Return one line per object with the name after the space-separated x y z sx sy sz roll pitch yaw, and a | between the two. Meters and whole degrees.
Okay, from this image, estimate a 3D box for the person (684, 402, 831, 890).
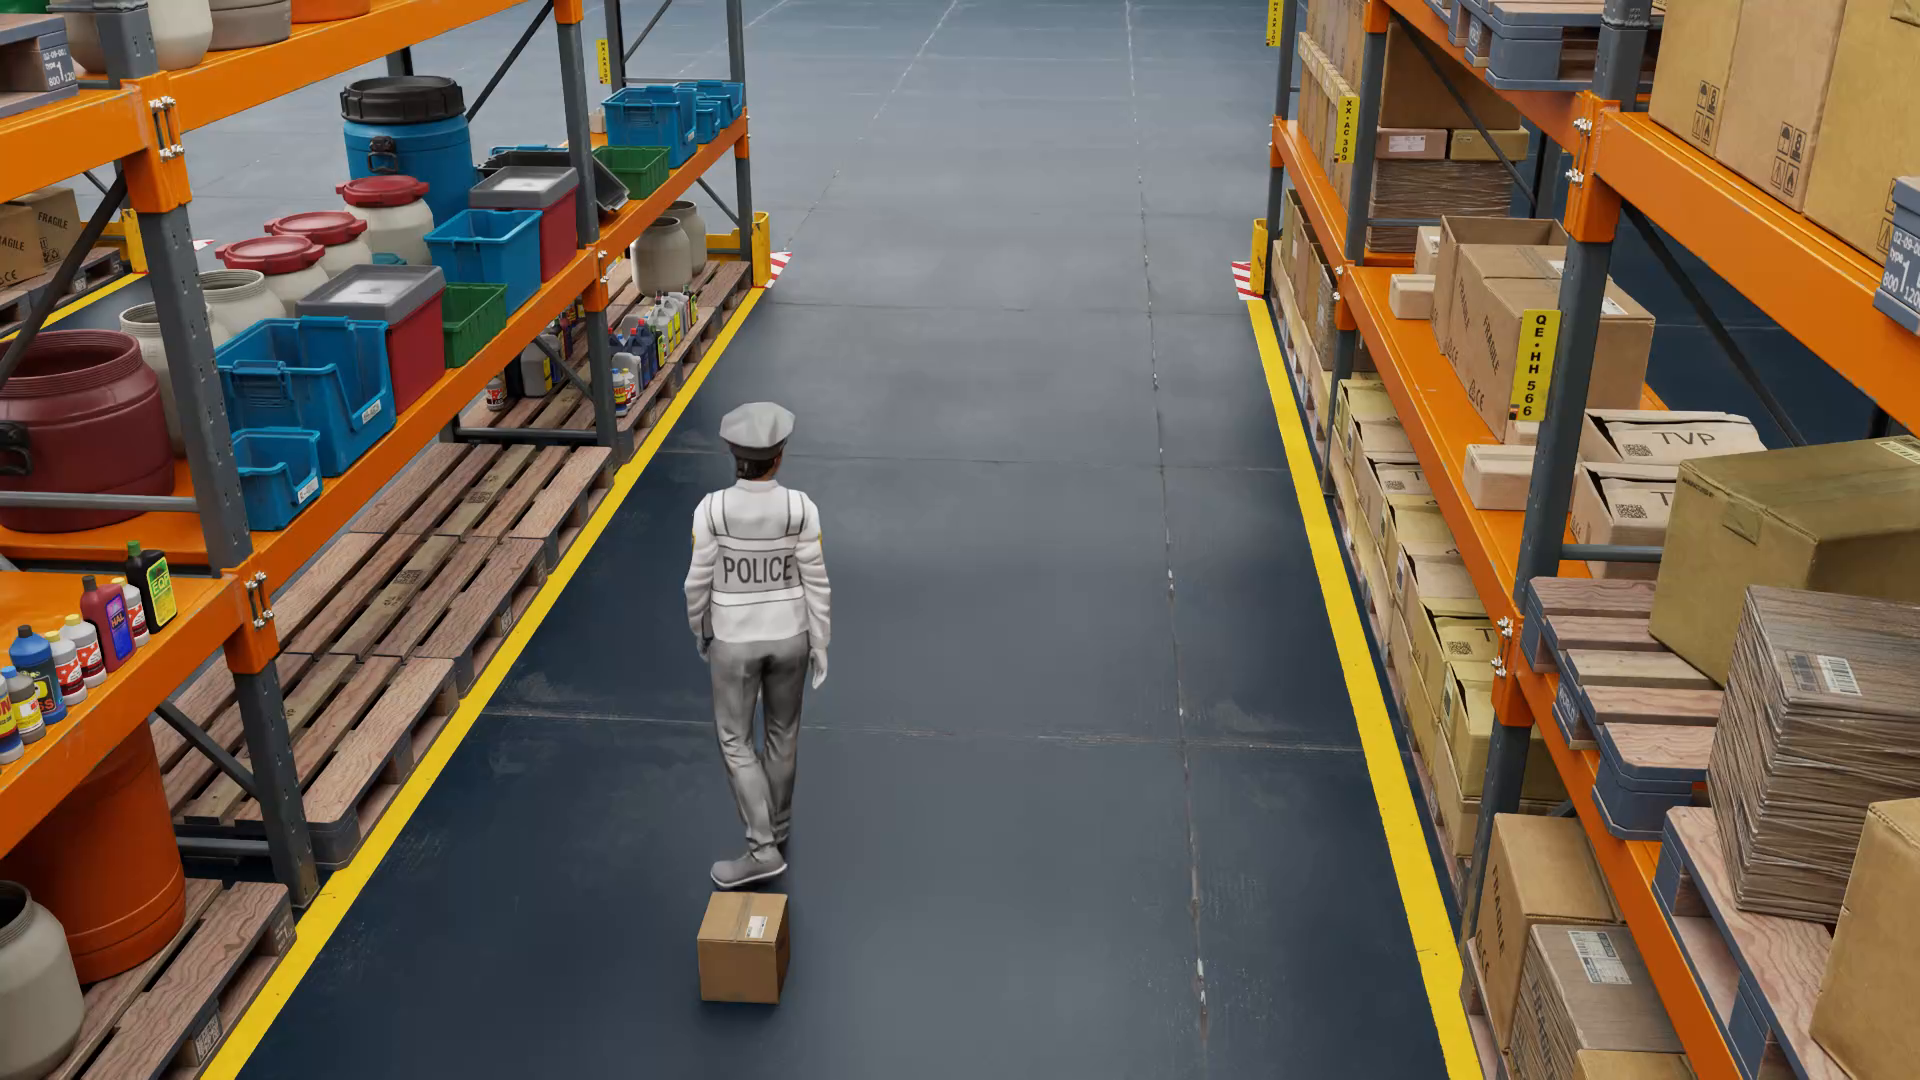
-0.681 0.387 5.742 0.502 1.666 0.635 -7 26 -15 | person
